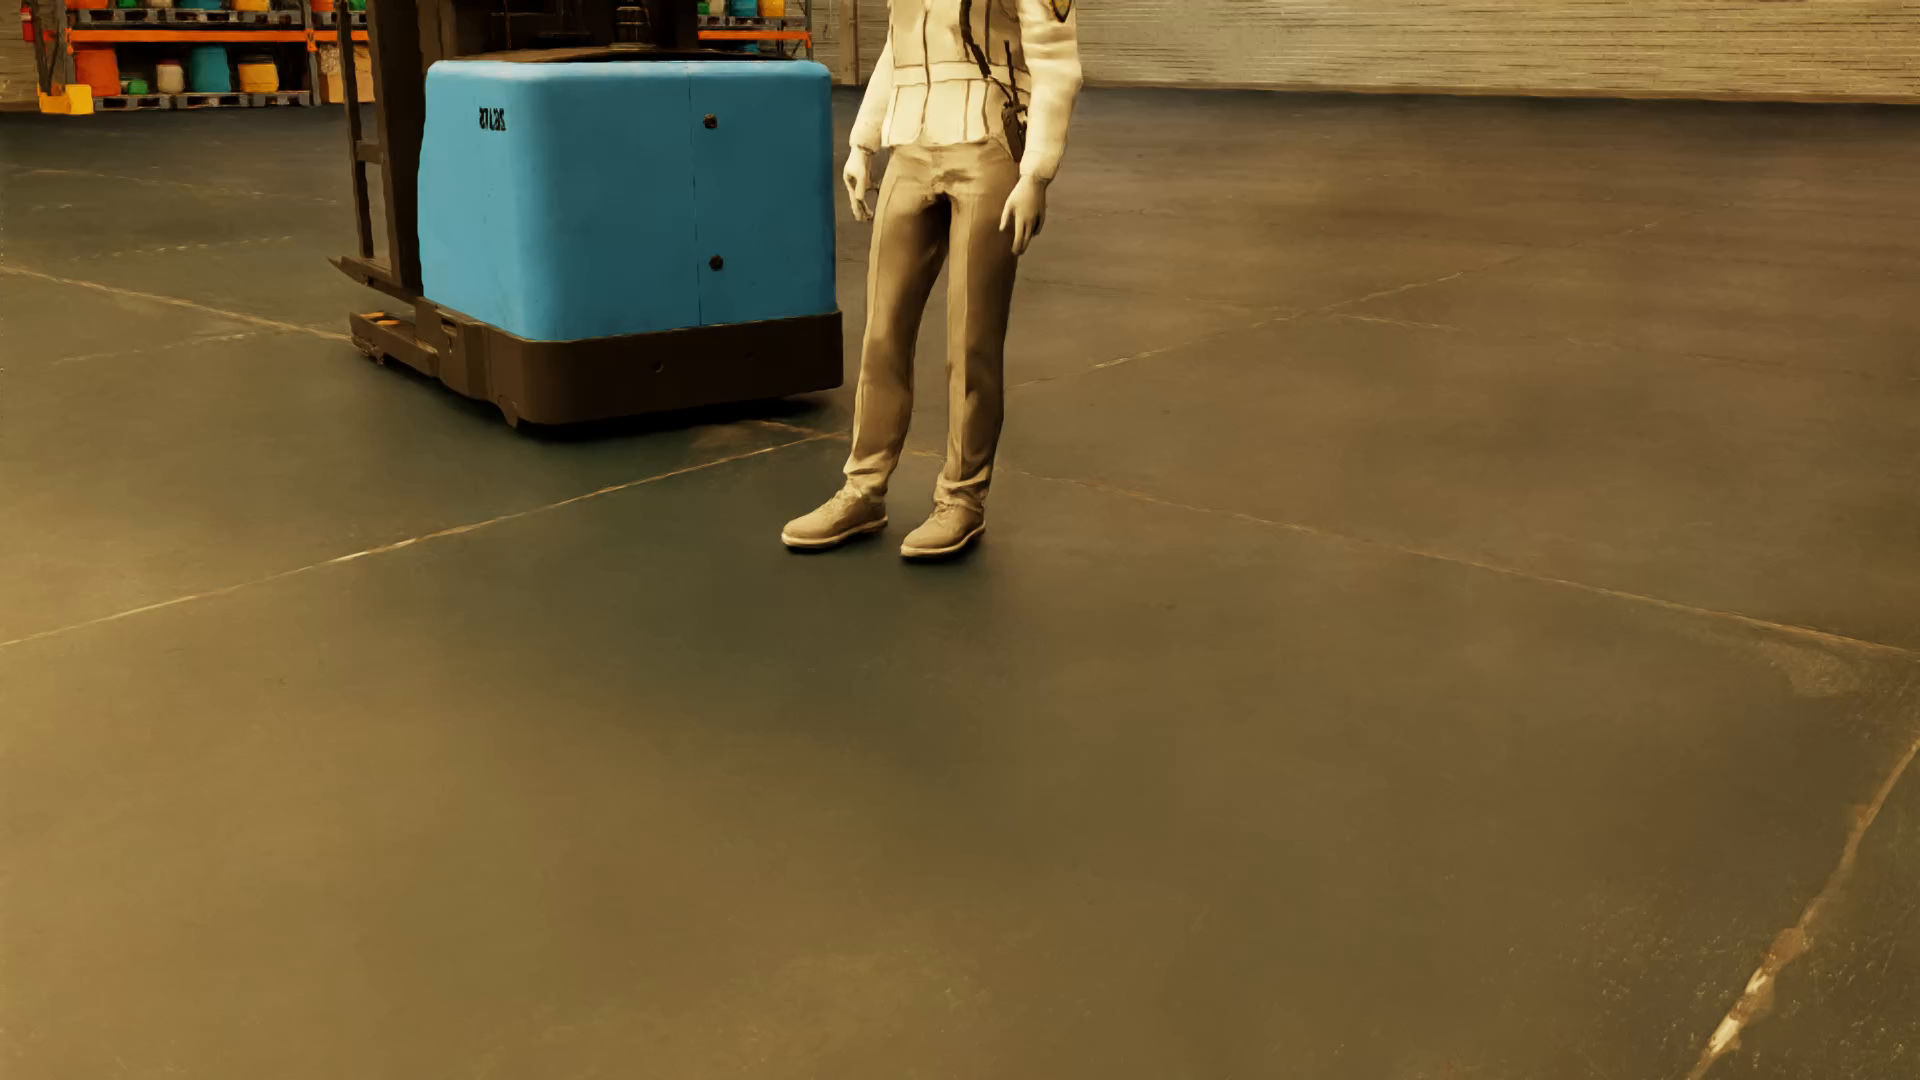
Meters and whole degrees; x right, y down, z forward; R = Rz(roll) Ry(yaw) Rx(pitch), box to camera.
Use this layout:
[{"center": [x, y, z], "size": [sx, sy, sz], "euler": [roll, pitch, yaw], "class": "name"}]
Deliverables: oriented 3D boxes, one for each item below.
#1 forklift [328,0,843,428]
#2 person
[{"center": [-1.614, -2.106, 5.833], "size": [1.130, 2.935, 3.031], "euler": [-11, 20, -32], "class": "forklift"}, {"center": [-0.048, -0.804, 3.648], "size": [0.586, 1.695, 0.532], "euler": [13, 21, 37], "class": "person"}]
